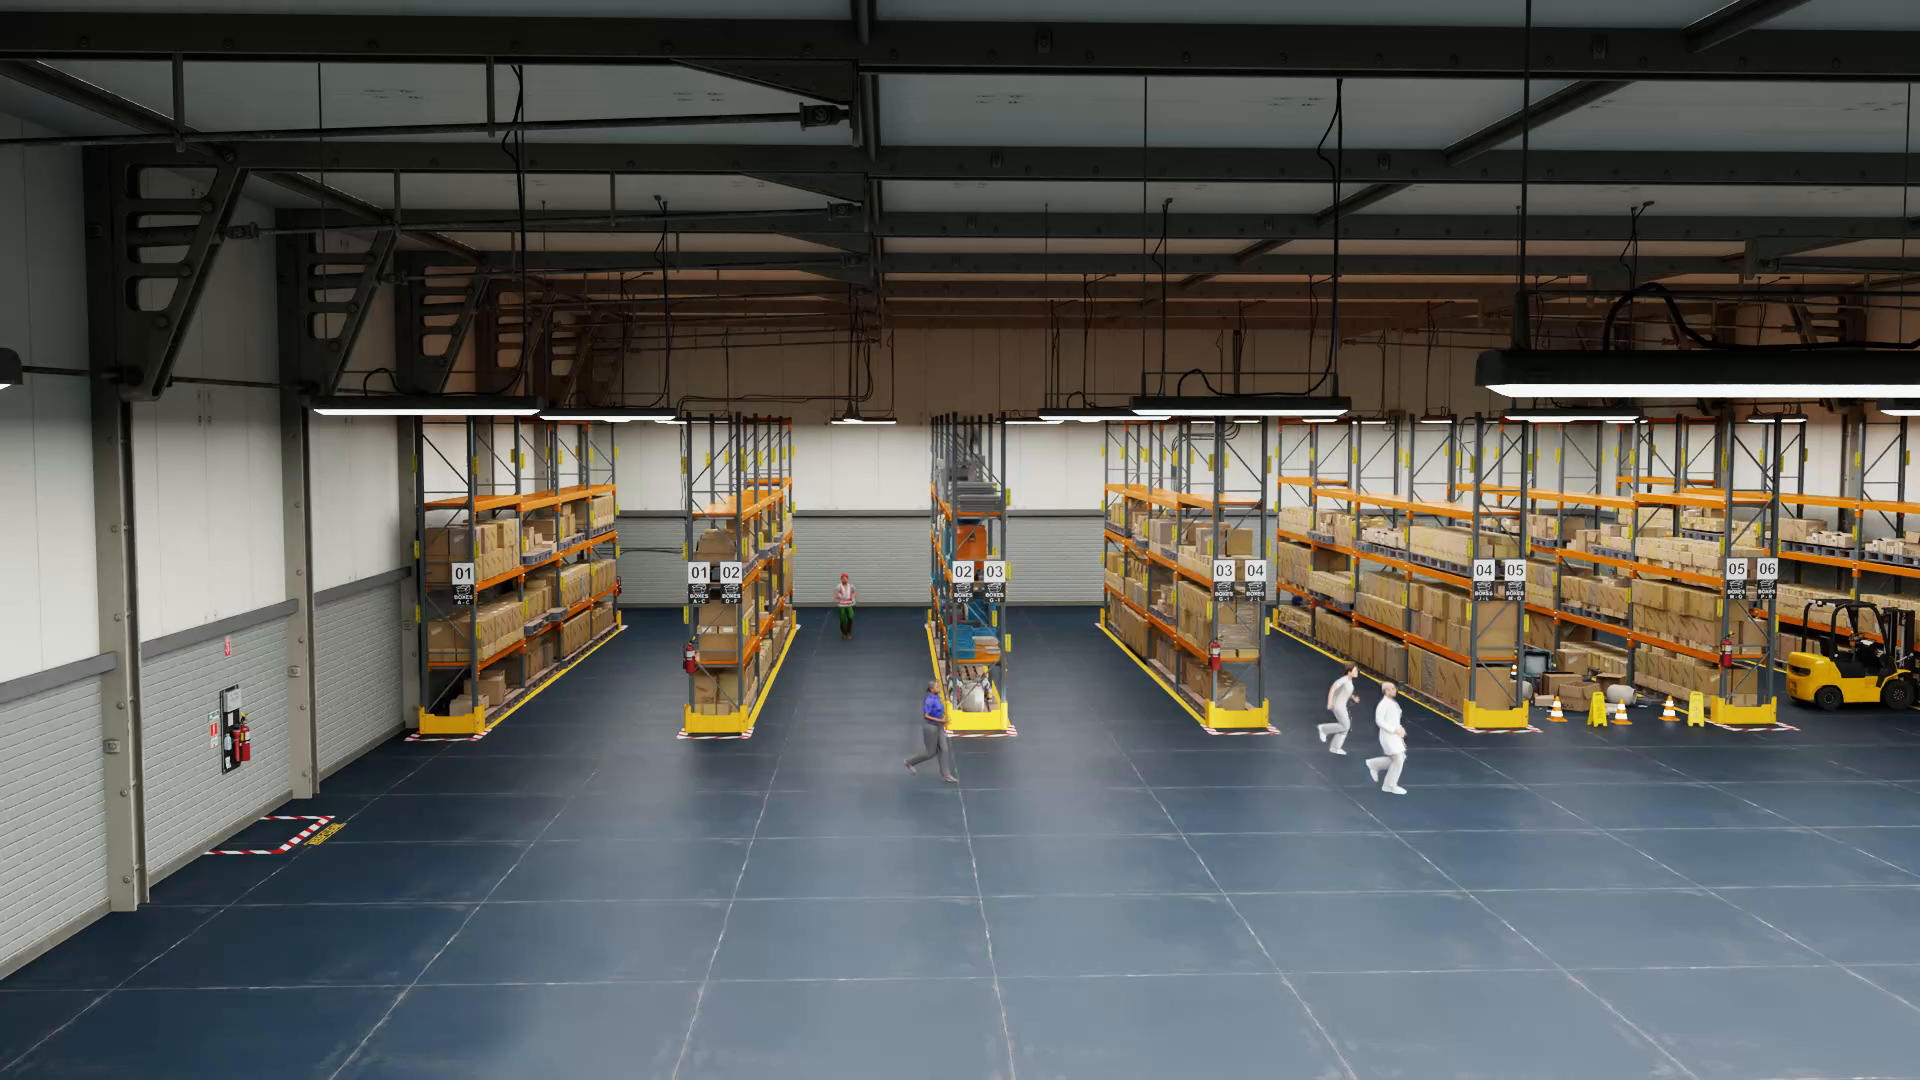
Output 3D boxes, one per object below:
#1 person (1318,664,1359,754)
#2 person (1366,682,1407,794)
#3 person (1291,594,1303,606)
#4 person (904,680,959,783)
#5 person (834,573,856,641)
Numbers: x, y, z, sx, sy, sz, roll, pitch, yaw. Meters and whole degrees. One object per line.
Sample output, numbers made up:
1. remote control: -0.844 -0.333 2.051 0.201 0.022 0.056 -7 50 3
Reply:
1. person: 6.657 2.955 29.203 0.702 1.599 0.554 2 4 25
2. person: 6.676 3.092 26.058 0.652 1.739 0.712 2 4 26
3. person: 9.941 1.577 48.831 0.782 1.678 0.595 -1 4 -13
4. person: -0.461 3.118 26.786 0.902 1.574 0.577 1 4 17
5. person: -3.063 1.801 44.604 0.635 1.807 0.690 -1 4 -11
